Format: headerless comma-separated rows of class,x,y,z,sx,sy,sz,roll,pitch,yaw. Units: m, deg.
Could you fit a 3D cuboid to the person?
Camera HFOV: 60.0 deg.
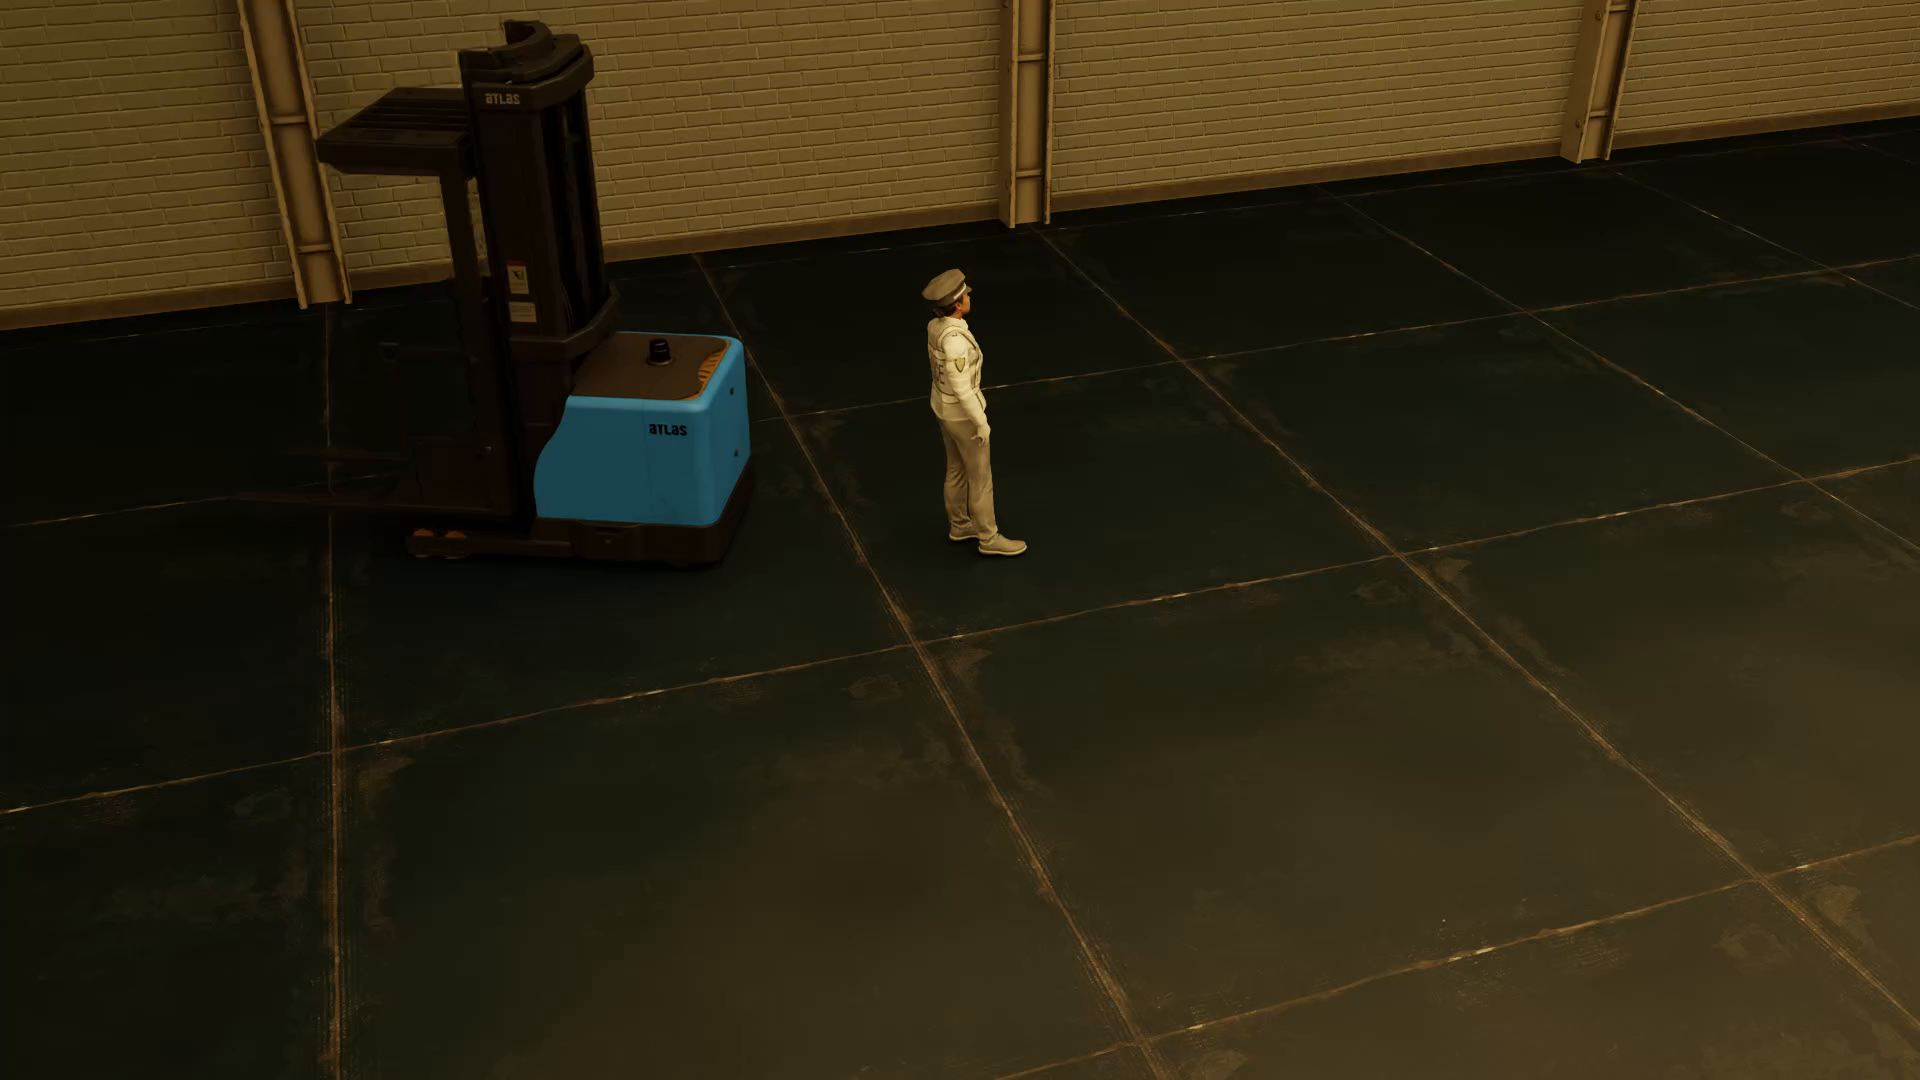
person,0.067,-0.748,9.613,0.532,1.694,0.586,-10,31,-16

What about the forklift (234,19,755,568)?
forklift,-2.840,-1.412,9.541,3.031,2.935,1.130,3,30,6
